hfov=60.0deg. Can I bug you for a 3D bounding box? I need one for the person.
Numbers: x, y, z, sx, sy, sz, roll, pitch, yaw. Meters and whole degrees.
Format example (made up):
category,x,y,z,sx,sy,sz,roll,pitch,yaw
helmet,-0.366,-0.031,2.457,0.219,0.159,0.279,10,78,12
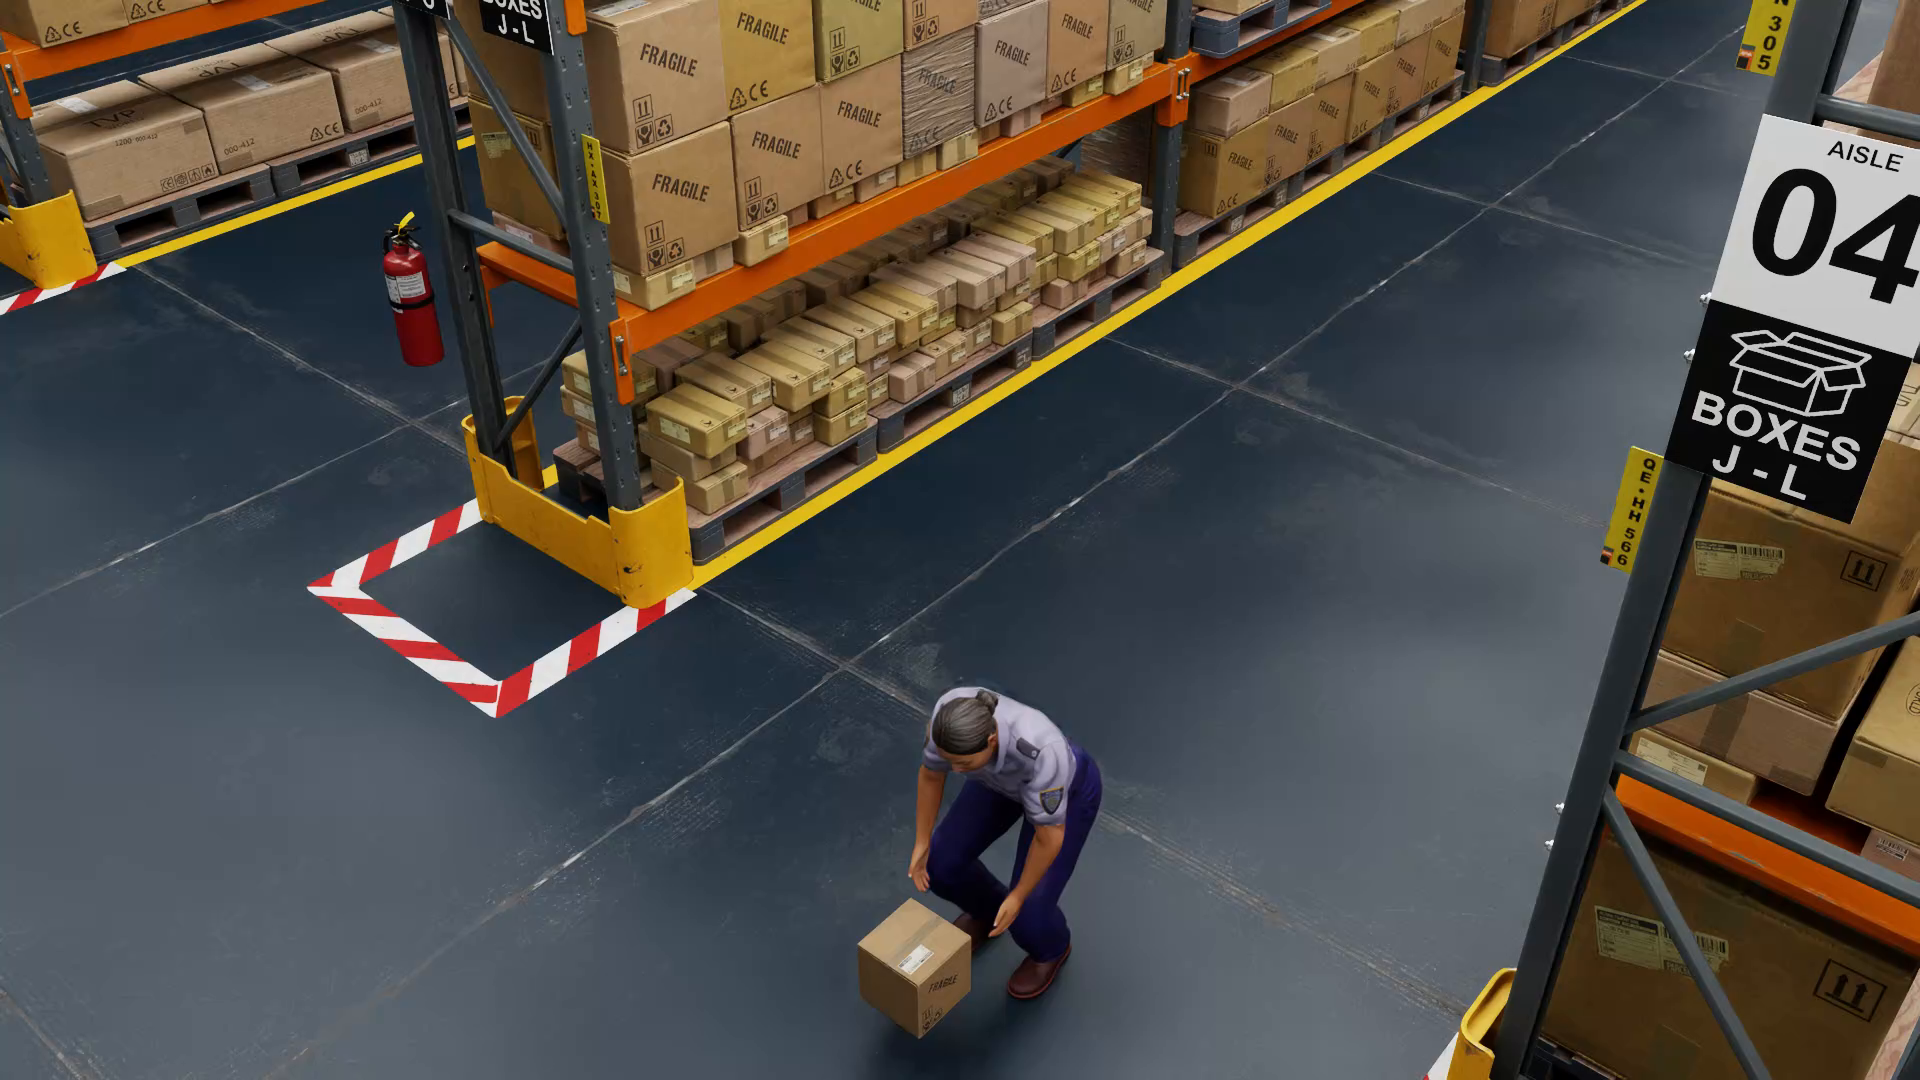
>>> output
category,x,y,z,sx,sy,sz,roll,pitch,yaw
person,0.117,1.033,5.267,0.527,0.995,0.810,26,43,31
